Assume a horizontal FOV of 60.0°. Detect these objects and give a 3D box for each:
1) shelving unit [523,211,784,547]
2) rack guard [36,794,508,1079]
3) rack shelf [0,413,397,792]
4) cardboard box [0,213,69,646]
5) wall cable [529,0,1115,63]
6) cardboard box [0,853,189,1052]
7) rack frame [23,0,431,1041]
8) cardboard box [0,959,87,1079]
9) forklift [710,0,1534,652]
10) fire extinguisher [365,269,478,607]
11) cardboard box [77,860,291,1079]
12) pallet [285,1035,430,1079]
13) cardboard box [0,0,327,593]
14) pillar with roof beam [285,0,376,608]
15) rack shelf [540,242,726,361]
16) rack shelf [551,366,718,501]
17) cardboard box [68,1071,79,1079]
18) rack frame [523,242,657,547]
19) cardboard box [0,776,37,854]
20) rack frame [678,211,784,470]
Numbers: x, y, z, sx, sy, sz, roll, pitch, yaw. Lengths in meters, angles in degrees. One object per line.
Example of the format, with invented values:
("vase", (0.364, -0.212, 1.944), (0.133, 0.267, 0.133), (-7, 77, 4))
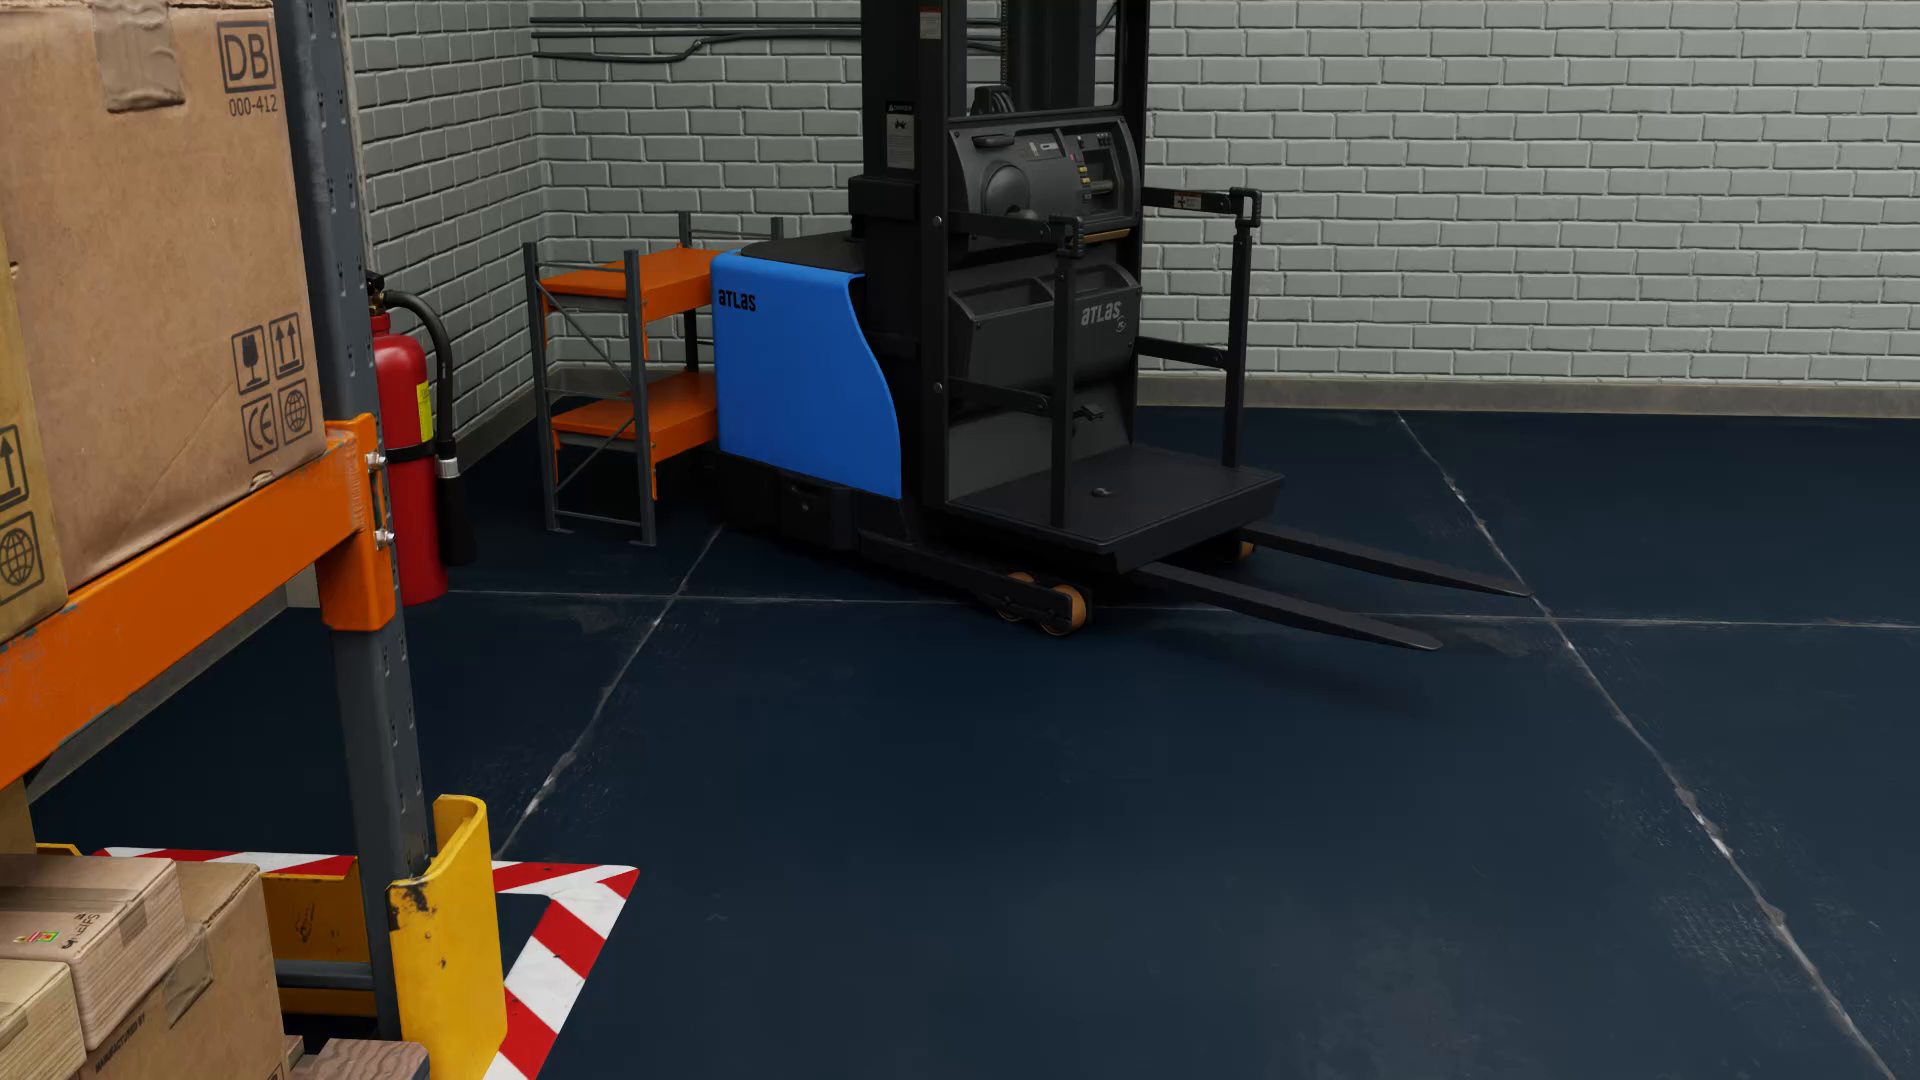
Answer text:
("shelving unit", (-1.179, -0.687, 6.711), (0.538, 1.125, 1.048), (8, 20, 24))
("rack guard", (-1.510, 0.783, 3.229), (1.175, 0.500, 0.348), (1, 18, 4))
("rack shelf", (-1.655, 0.566, 1.033), (1.077, 0.370, 4.000), (1, 18, 4))
("cardboard box", (-1.579, -0.155, 1.596), (0.980, 0.700, 0.700), (1, 18, 3))
("wall cable", (-0.750, -3.521, 7.703), (3.097, 2.526, 0.112), (1, 18, 4))
("cardboard box", (-1.289, 0.547, 2.236), (0.380, 0.149, 0.250), (1, 18, 3))
("rack frame", (-1.512, -0.397, 2.817), (1.000, 3.000, 0.127), (1, 18, 4))
("cardboard box", (-1.307, 0.626, 1.993), (0.380, 0.149, 0.250), (2, 18, 5))
("forklift", (0.462, -1.261, 5.565), (3.031, 2.935, 1.130), (16, 24, 40))
("fire extinguisher", (-1.040, -0.220, 2.999), (0.296, 0.674, 0.183), (1, 18, 4))
("cardboard box", (-1.462, 0.811, 2.471), (0.700, 0.500, 0.500), (1, 18, 4))
("pallet", (-1.491, 1.178, 2.488), (1.003, 0.211, 1.213), (1, 18, 4))
("cardboard box", (-1.538, -0.381, 2.286), (0.980, 0.700, 0.700), (2, 18, 6))
("pillar with roof beam", (2.113, -4.010, 4.208), (9.100, 9.000, 0.400), (1, 18, 4))
("rack shelf", (-1.179, -0.965, 6.619), (0.538, 0.278, 1.000), (8, 20, 24))
("rack shelf", (-1.179, -0.455, 6.787), (0.538, 0.278, 1.000), (8, 20, 24))
("cardboard box", (-1.498, 0.966, 1.996), (0.700, 0.500, 0.500), (1, 18, 4))
("rack frame", (-1.394, -0.543, 6.273), (0.500, 1.125, 0.032), (8, 20, 24))
("cardboard box", (-1.653, 0.459, 2.502), (0.380, 0.149, 0.250), (1, 18, 4))
("rack frame", (-0.963, -0.831, 7.148), (0.500, 1.125, 0.032), (8, 20, 24))
